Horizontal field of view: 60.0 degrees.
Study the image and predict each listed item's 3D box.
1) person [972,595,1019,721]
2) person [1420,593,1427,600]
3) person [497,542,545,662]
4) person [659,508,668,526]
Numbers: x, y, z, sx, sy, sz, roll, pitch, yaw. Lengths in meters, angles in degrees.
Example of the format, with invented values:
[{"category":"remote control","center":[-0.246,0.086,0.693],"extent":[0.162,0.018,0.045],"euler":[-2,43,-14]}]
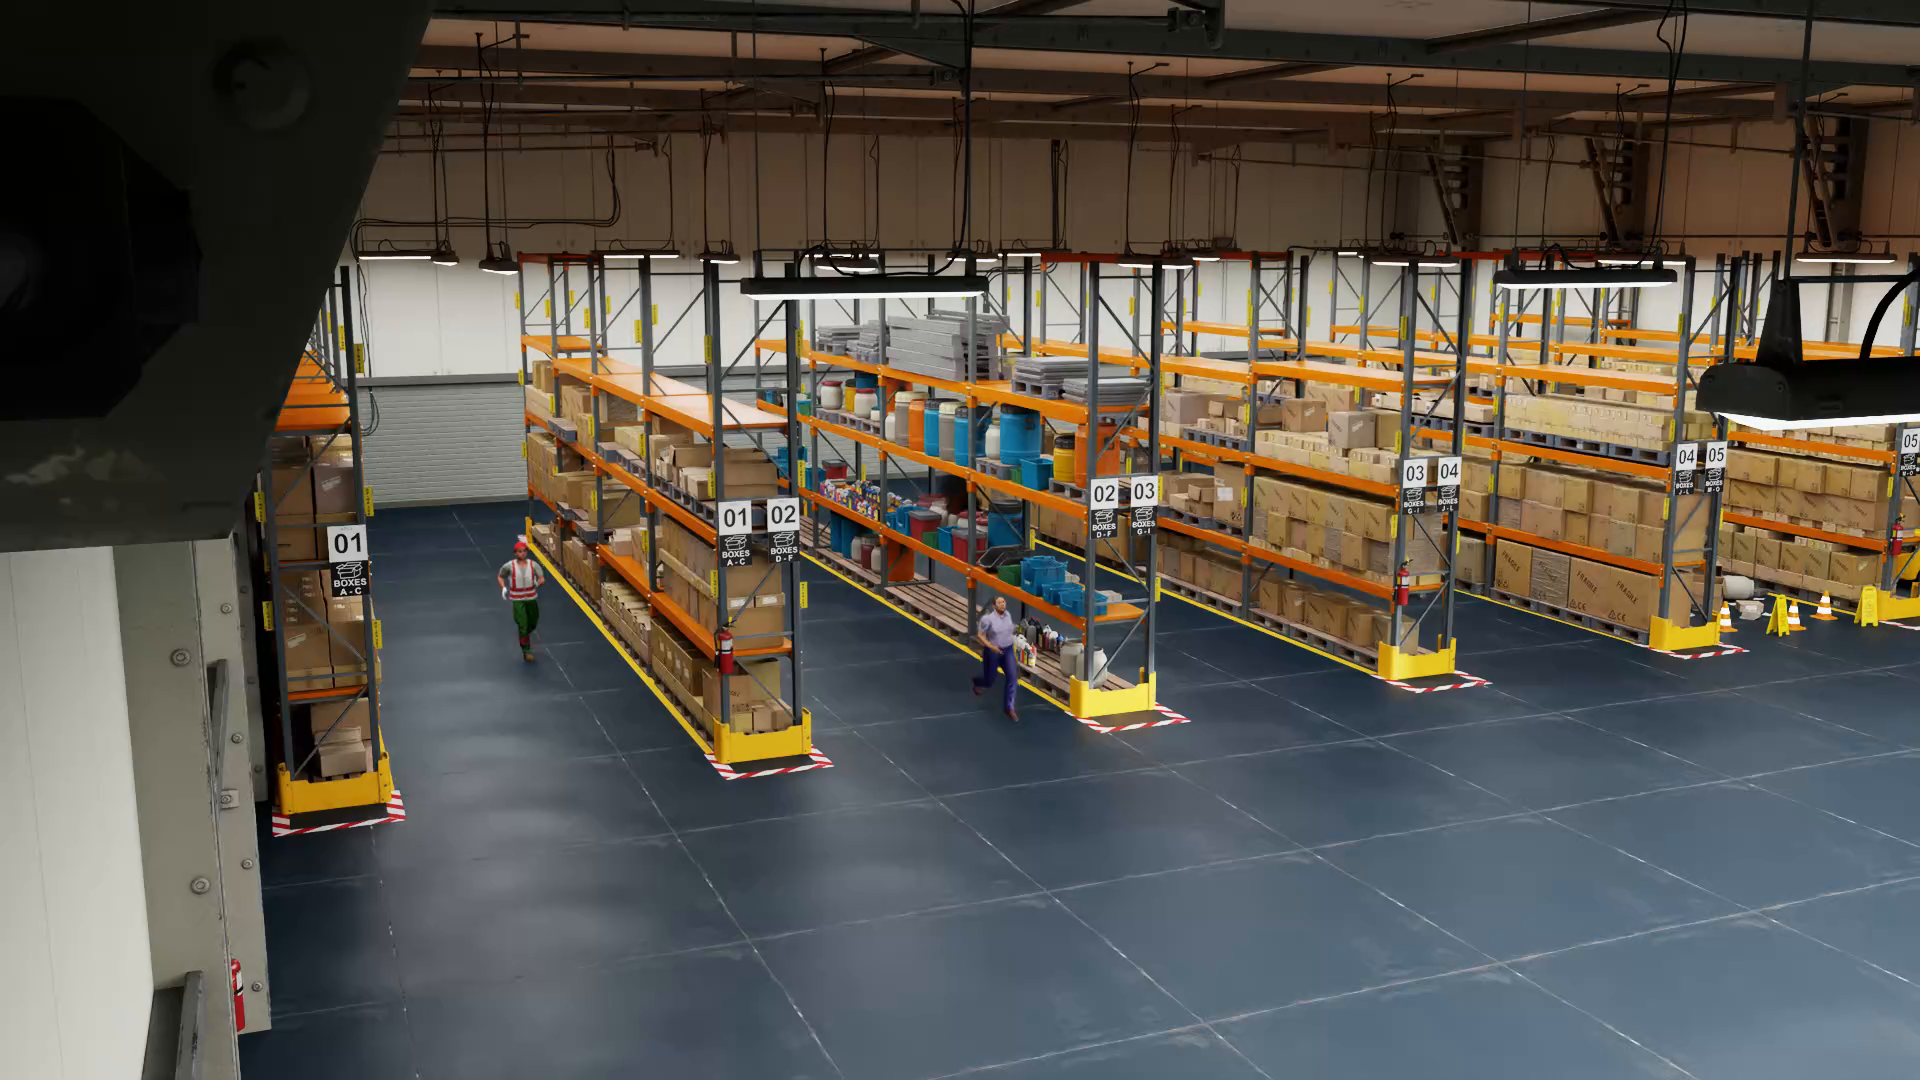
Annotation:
[{"category":"person","center":[0.505,1.544,22.270],"extent":[0.574,1.622,0.987],"euler":[-5,11,-25]},{"category":"person","center":[8.112,0.205,29.315],"extent":[0.584,1.750,0.718],"euler":[-4,11,-20]},{"category":"person","center":[-6.600,0.902,25.132],"extent":[0.667,1.767,0.963],"euler":[-6,12,-28]},{"category":"person","center":[-5.961,-0.628,33.823],"extent":[0.530,1.687,0.683],"euler":[-5,12,-28]}]
